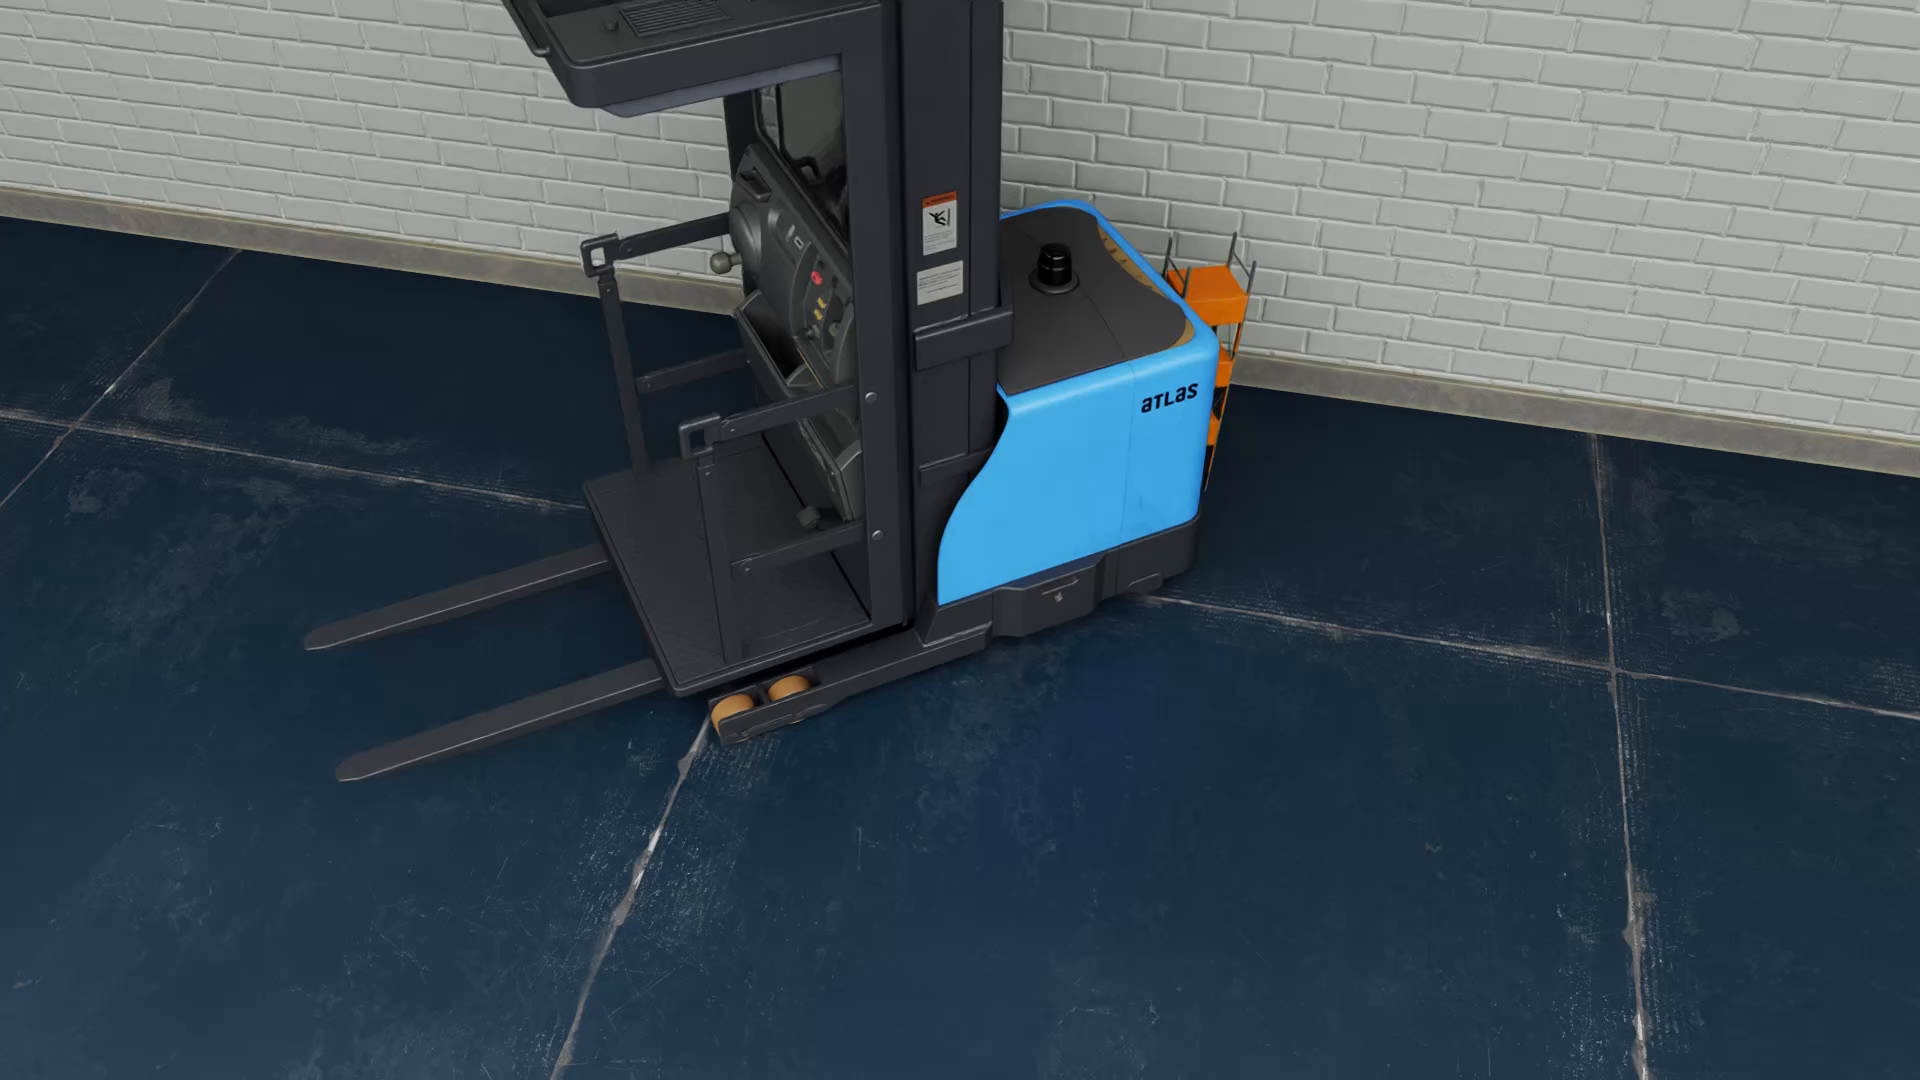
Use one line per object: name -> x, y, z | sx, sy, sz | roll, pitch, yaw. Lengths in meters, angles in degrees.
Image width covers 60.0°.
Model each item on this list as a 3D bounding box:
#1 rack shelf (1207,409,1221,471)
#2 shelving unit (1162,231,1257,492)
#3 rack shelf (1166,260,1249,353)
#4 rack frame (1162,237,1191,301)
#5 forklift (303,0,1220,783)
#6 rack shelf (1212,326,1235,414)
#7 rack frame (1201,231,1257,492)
rack shelf -> 0.823, -0.413, 6.325 | 0.240, 0.259, 0.215 | -8, 44, -14
shelving unit -> 0.843, -0.624, 6.129 | 0.252, 1.050, 0.215 | -8, 44, -14
rack shelf -> 0.861, -0.823, 5.944 | 0.240, 0.259, 0.215 | -8, 44, -14
rack frame -> 0.725, -0.608, 6.101 | 0.008, 1.050, 0.200 | -8, 44, -14
forklift -> -0.697, -0.800, 4.968 | 3.031, 2.935, 1.130 | -18, 47, -18
rack shelf -> 0.842, -0.616, 6.136 | 0.240, 0.259, 0.215 | -8, 44, -14
rack frame -> 0.960, -0.639, 6.158 | 0.008, 1.050, 0.200 | -8, 44, -14
